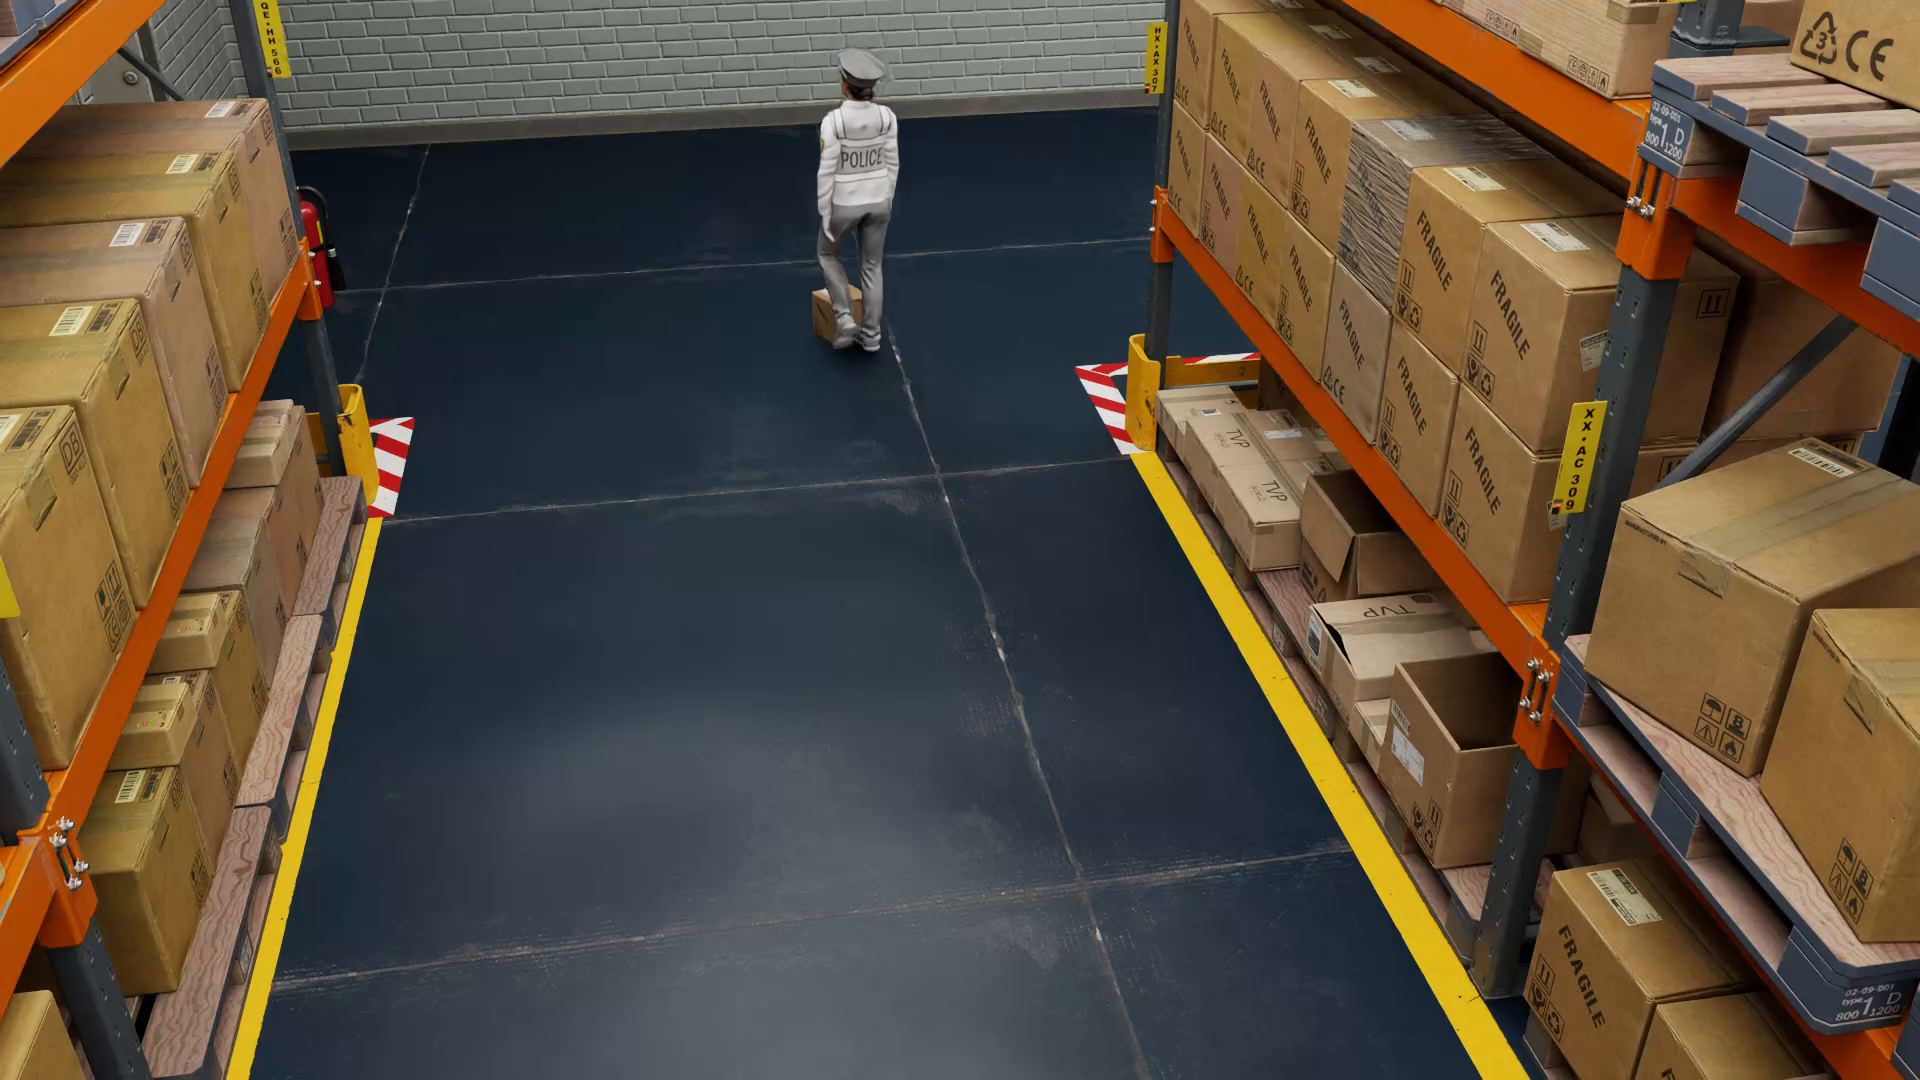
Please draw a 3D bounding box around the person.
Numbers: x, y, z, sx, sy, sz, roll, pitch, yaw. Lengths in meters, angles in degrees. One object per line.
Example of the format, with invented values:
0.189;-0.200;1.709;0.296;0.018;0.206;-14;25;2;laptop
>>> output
-0.574;-1.851;9.174;0.488;1.704;0.419;-11;32;-17;person
